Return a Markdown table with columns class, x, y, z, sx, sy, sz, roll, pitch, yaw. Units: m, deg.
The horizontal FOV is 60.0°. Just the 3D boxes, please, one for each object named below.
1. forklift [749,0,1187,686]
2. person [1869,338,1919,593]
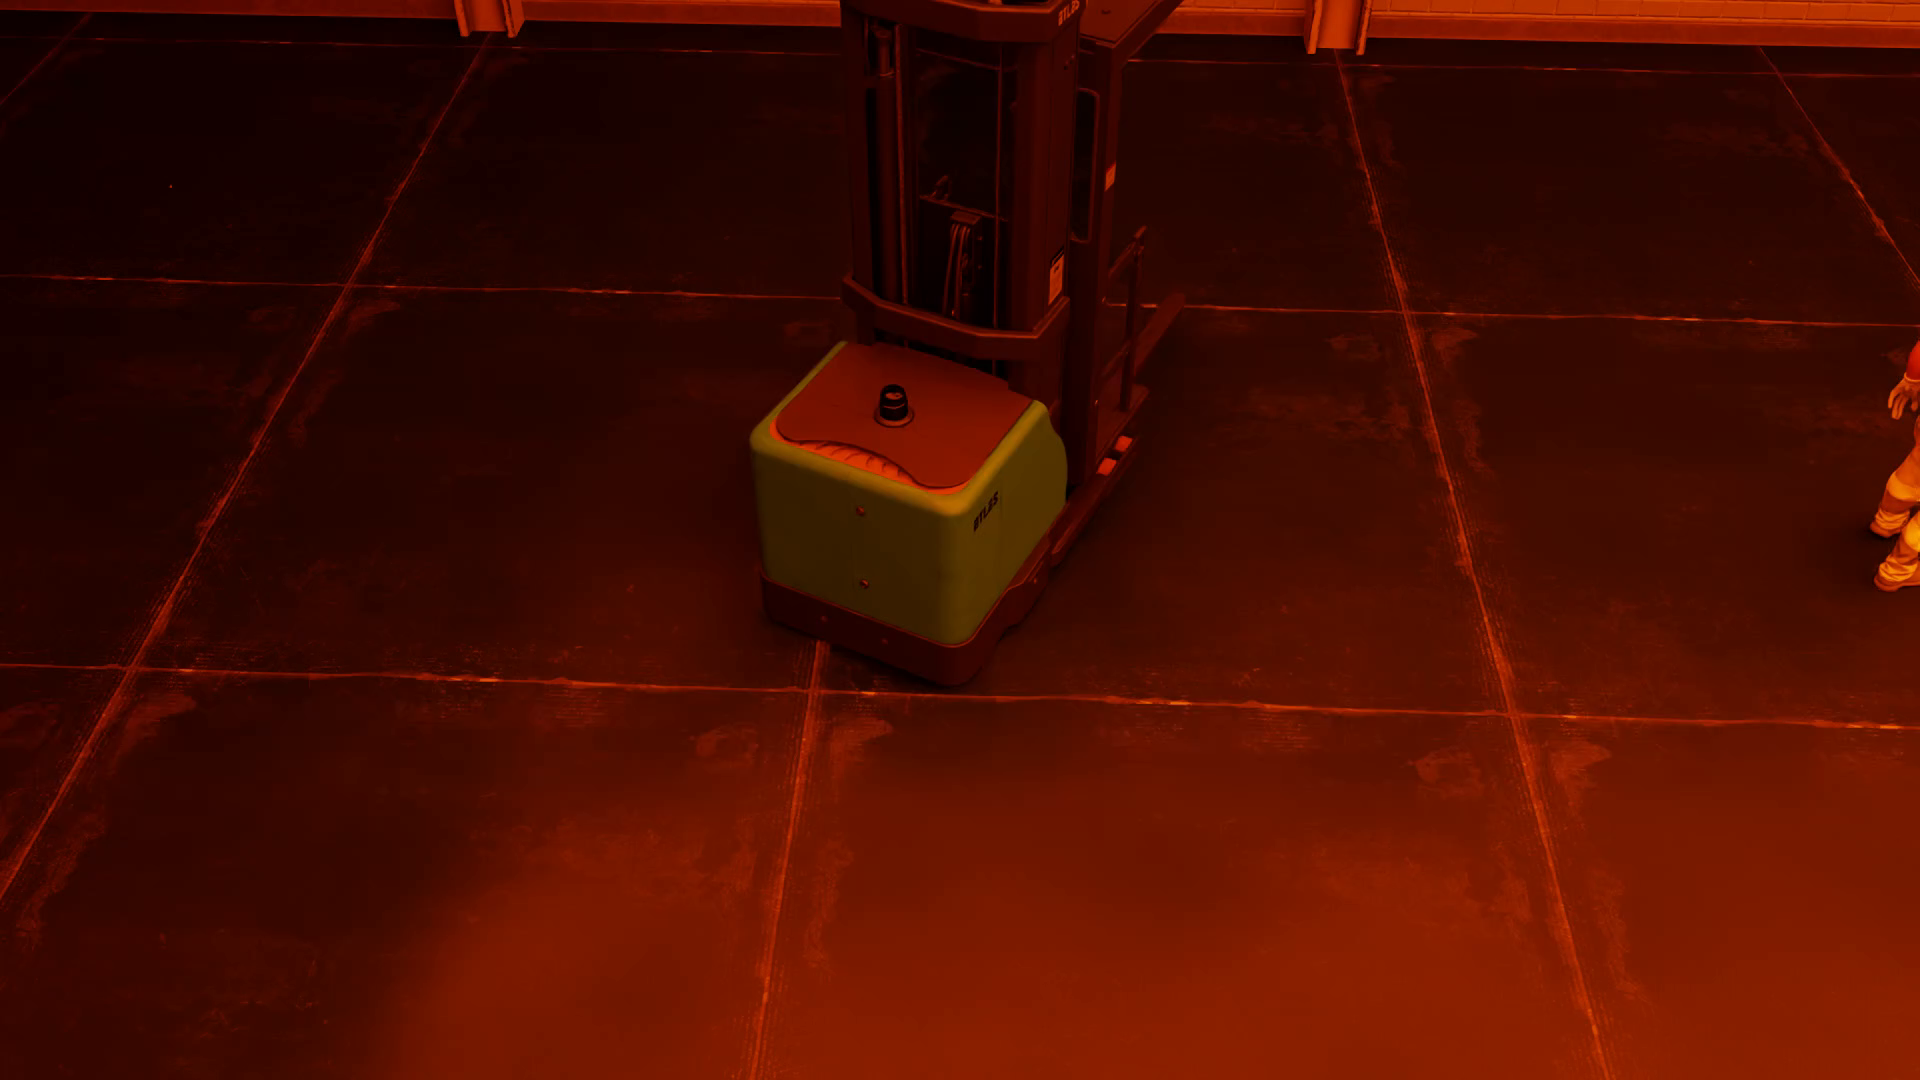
| class | x | y | z | sx | sy | sz | roll | pitch | yaw |
| --- | --- | --- | --- | --- | --- | --- | --- | --- | --- |
| forklift | 0.240 | -1.448 | 7.328 | 1.130 | 2.935 | 3.031 | 19 | 46 | 20 |
| person | 4.430 | -0.536 | 7.230 | 0.525 | 1.822 | 0.630 | -15 | 45 | -16 |
